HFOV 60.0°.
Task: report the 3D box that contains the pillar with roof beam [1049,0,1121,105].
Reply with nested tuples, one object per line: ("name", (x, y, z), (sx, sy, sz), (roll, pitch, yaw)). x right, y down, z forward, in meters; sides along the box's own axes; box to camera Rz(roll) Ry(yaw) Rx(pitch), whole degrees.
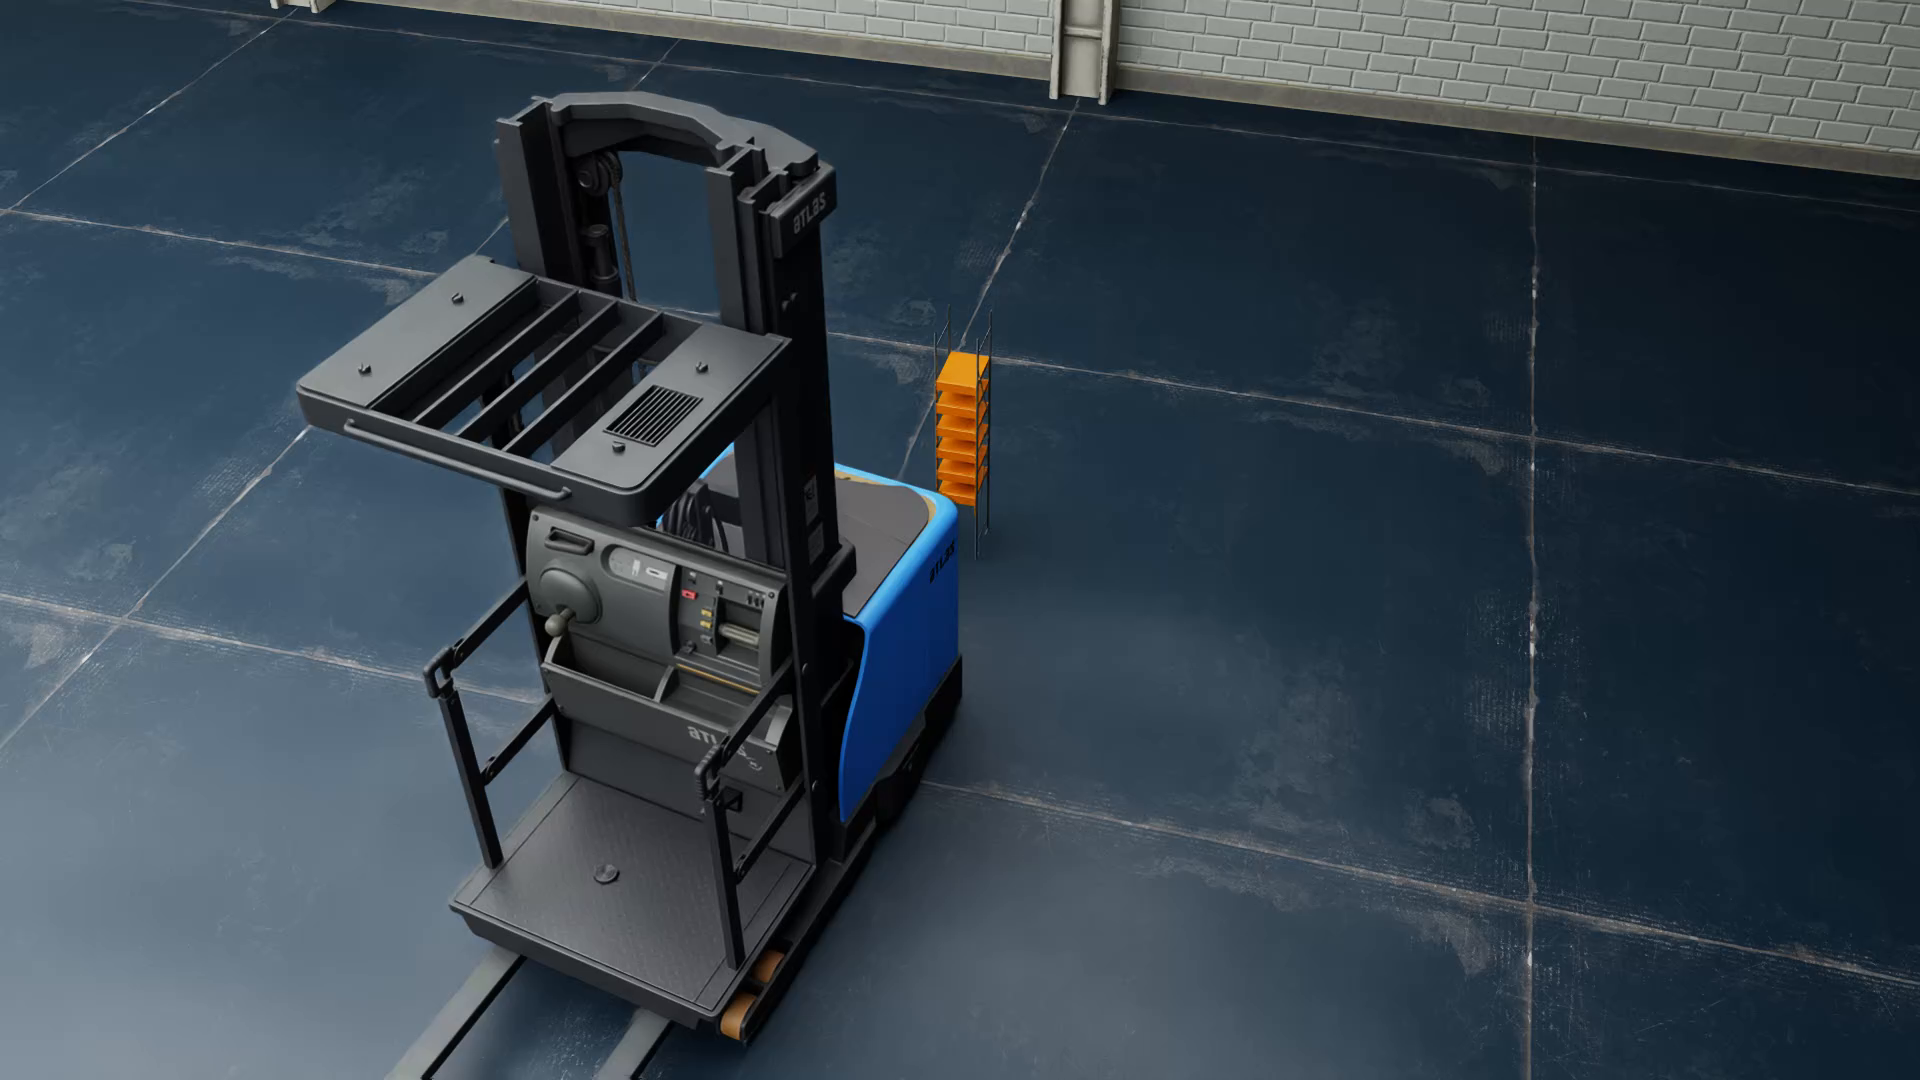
("pillar with roof beam", (-0.273, -3.845, 5.331), (0.400, 9.000, 9.100), (10, 41, 11))

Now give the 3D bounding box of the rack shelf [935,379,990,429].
("rack shelf", (0.014, -0.607, 7.236), (0.180, 0.103, 0.258), (10, 41, 11))

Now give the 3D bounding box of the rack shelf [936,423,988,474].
("rack shelf", (0.014, -0.423, 7.390), (0.180, 0.103, 0.258), (10, 41, 11))

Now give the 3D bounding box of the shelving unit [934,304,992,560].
("shelving unit", (0.014, -0.457, 7.361), (0.189, 1.200, 0.258), (10, 41, 11))

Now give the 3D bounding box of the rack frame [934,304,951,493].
("rack frame", (-0.074, -0.472, 7.379), (0.006, 1.200, 0.240), (10, 41, 11))

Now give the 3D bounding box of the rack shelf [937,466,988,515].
("rack shelf", (0.014, -0.239, 7.544), (0.180, 0.103, 0.258), (10, 41, 11))

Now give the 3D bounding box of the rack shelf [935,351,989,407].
("rack shelf", (0.014, -0.699, 7.158), (0.180, 0.103, 0.258), (10, 41, 11))

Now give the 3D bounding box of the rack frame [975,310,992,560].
("rack frame", (0.102, -0.442, 7.343), (0.006, 1.200, 0.240), (10, 41, 11))

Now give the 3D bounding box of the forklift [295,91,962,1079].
("forklift", (-1.076, 0.267, 5.153), (1.130, 2.935, 3.031), (17, 43, 19))

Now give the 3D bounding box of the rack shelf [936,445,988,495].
("rack shelf", (0.014, -0.331, 7.467), (0.180, 0.103, 0.258), (10, 41, 11))

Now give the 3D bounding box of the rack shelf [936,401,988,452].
("rack shelf", (0.014, -0.515, 7.313), (0.180, 0.103, 0.258), (10, 41, 11))
